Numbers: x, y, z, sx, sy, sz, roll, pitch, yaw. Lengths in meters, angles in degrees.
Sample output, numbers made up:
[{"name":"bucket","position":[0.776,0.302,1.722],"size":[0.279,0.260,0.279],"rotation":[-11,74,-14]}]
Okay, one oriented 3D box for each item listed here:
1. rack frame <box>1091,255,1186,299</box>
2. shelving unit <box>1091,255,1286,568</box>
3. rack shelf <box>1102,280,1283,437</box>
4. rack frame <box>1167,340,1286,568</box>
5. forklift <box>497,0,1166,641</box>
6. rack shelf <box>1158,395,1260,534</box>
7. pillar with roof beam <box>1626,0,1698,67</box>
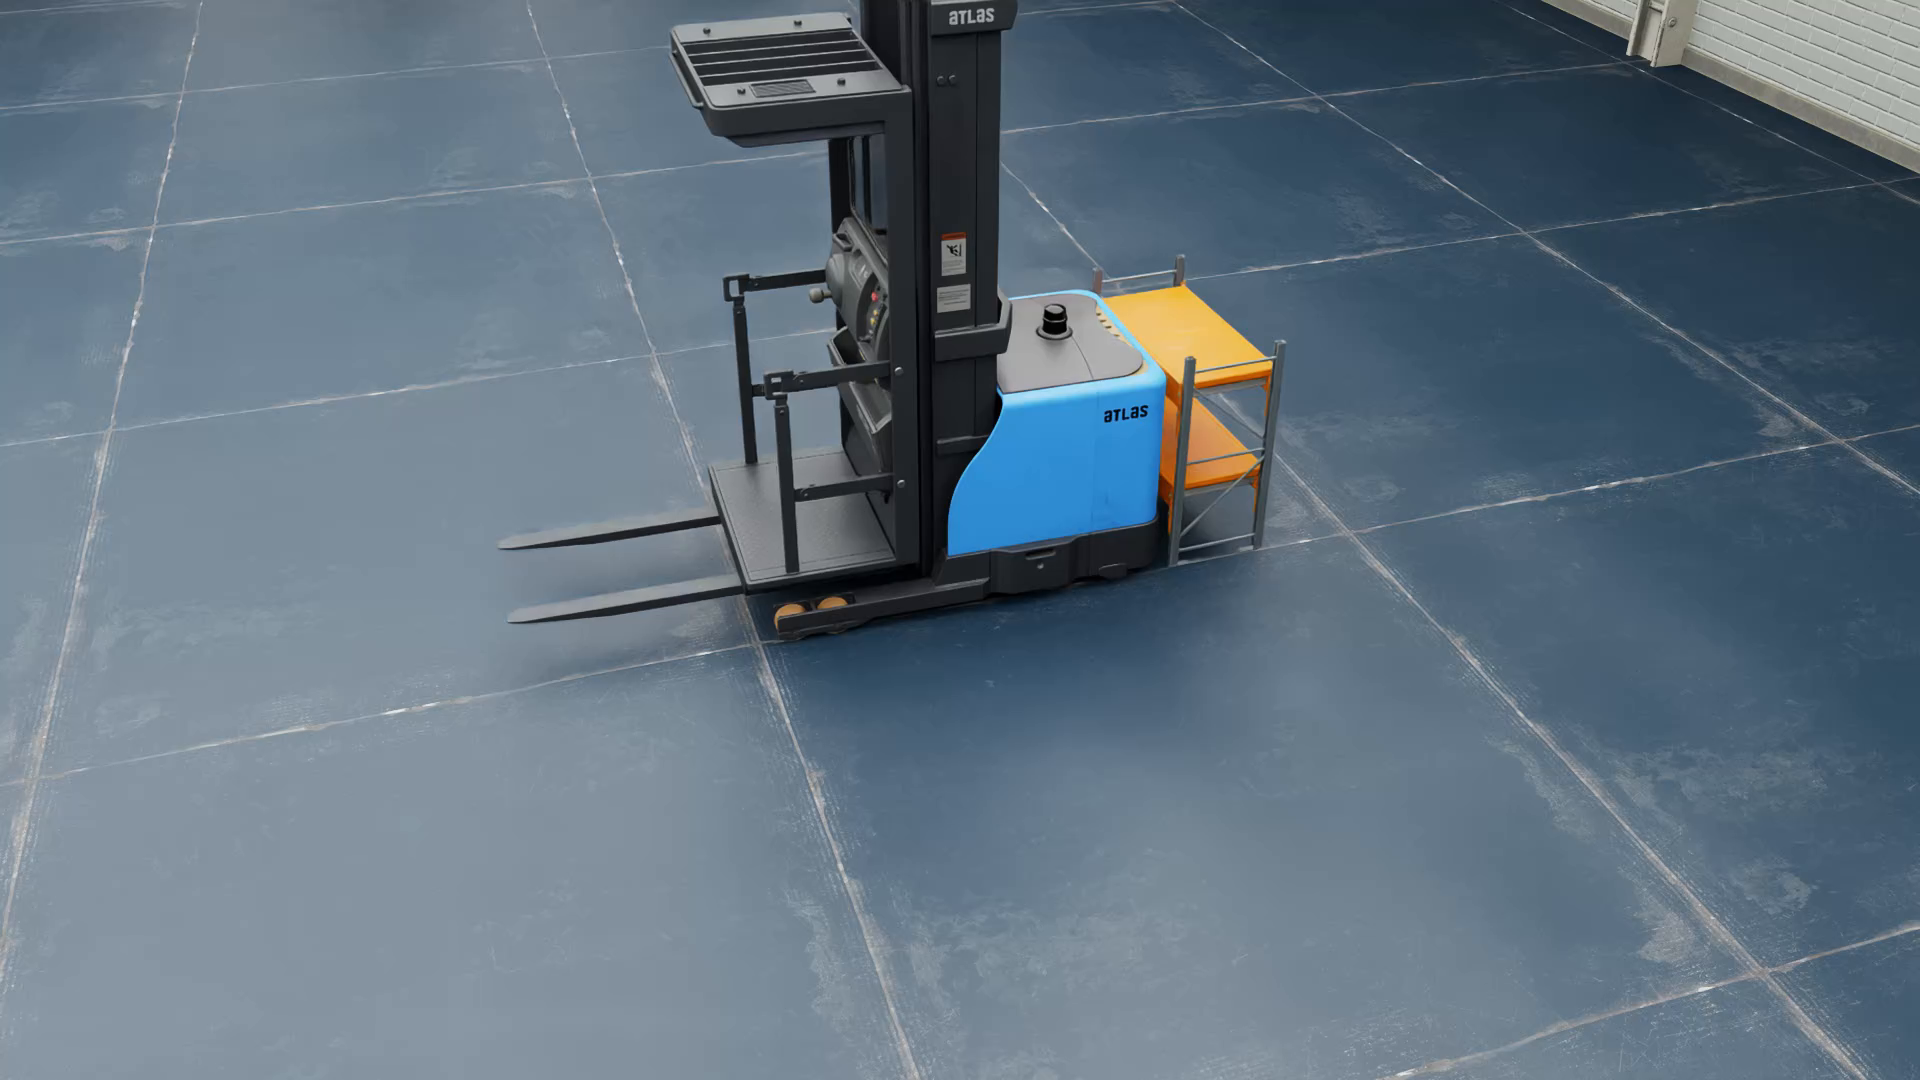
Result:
[{"name":"rack frame","position":[0.894,-0.916,8.614],"size":[0.500,1.125,0.032],"rotation":[-11,35,-17]},{"name":"shelving unit","position":[1.069,-0.653,8.216],"size":[0.538,1.125,1.048],"rotation":[-11,35,-17]},{"name":"rack shelf","position":[1.070,-0.898,8.055],"size":[0.538,0.278,1.000],"rotation":[-11,35,-17]},{"name":"rack frame","position":[1.245,-0.390,7.818],"size":[0.500,1.125,0.032],"rotation":[-11,35,-17]},{"name":"forklift","position":[-0.633,-1.090,7.240],"size":[3.031,2.935,1.130],"rotation":[-9,35,-14]},{"name":"rack shelf","position":[1.068,-0.449,8.351],"size":[0.538,0.278,1.000],"rotation":[-11,35,-17]},{"name":"pillar with roof beam","position":[2.031,-7.279,11.103],"size":[9.100,9.000,0.400],"rotation":[-10,35,-15]}]
